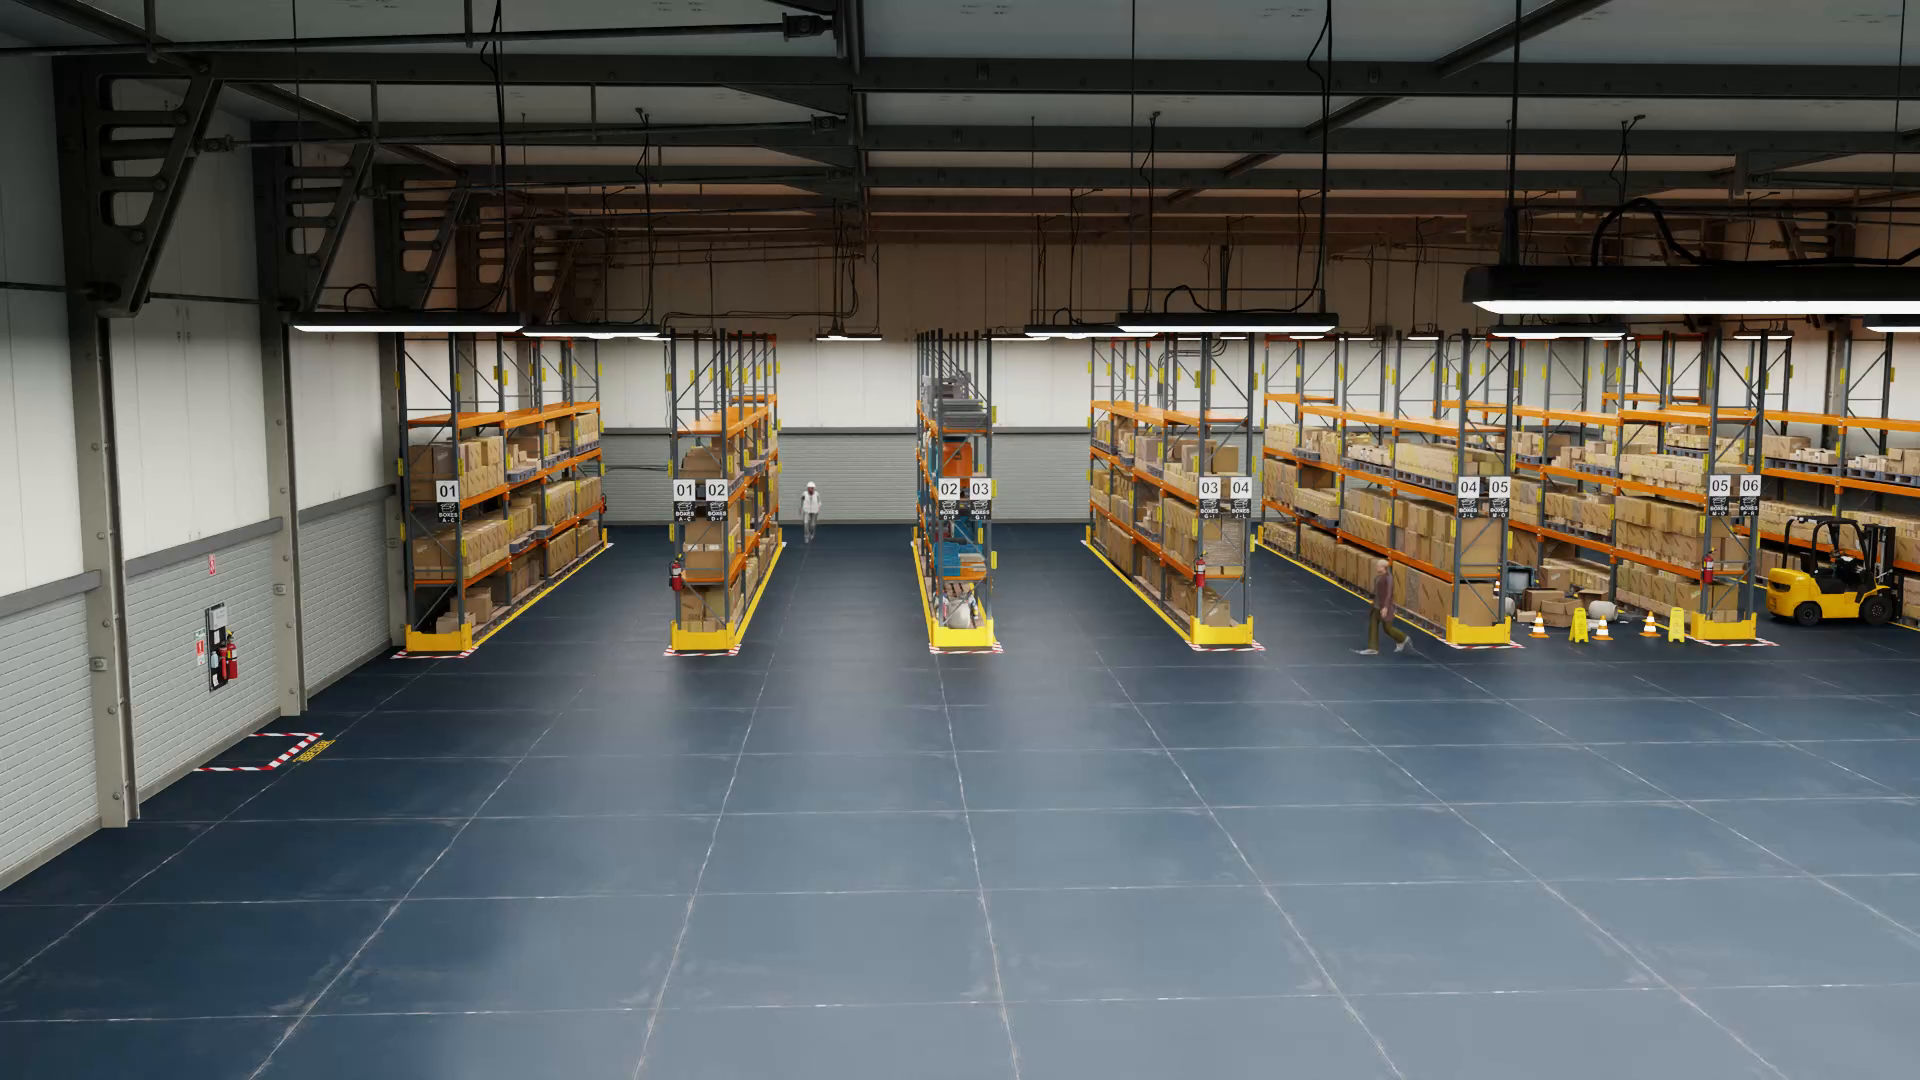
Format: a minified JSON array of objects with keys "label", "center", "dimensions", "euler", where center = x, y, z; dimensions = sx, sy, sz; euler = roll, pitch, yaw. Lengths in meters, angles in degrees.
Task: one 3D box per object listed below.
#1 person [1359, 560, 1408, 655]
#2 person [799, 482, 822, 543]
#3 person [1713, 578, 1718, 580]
[{"label":"person","center":[7.825,1.238,30.608],"dimensions":[0.909,1.766,0.529],"euler":[-4,8,-27]},{"label":"person","center":[-4.350,-0.816,48.302],"dimensions":[0.658,1.754,0.983],"euler":[0,7,-3]},{"label":"person","center":[16.798,0.467,37.073],"dimensions":[0.609,1.759,0.483],"euler":[-5,8,-34]}]
